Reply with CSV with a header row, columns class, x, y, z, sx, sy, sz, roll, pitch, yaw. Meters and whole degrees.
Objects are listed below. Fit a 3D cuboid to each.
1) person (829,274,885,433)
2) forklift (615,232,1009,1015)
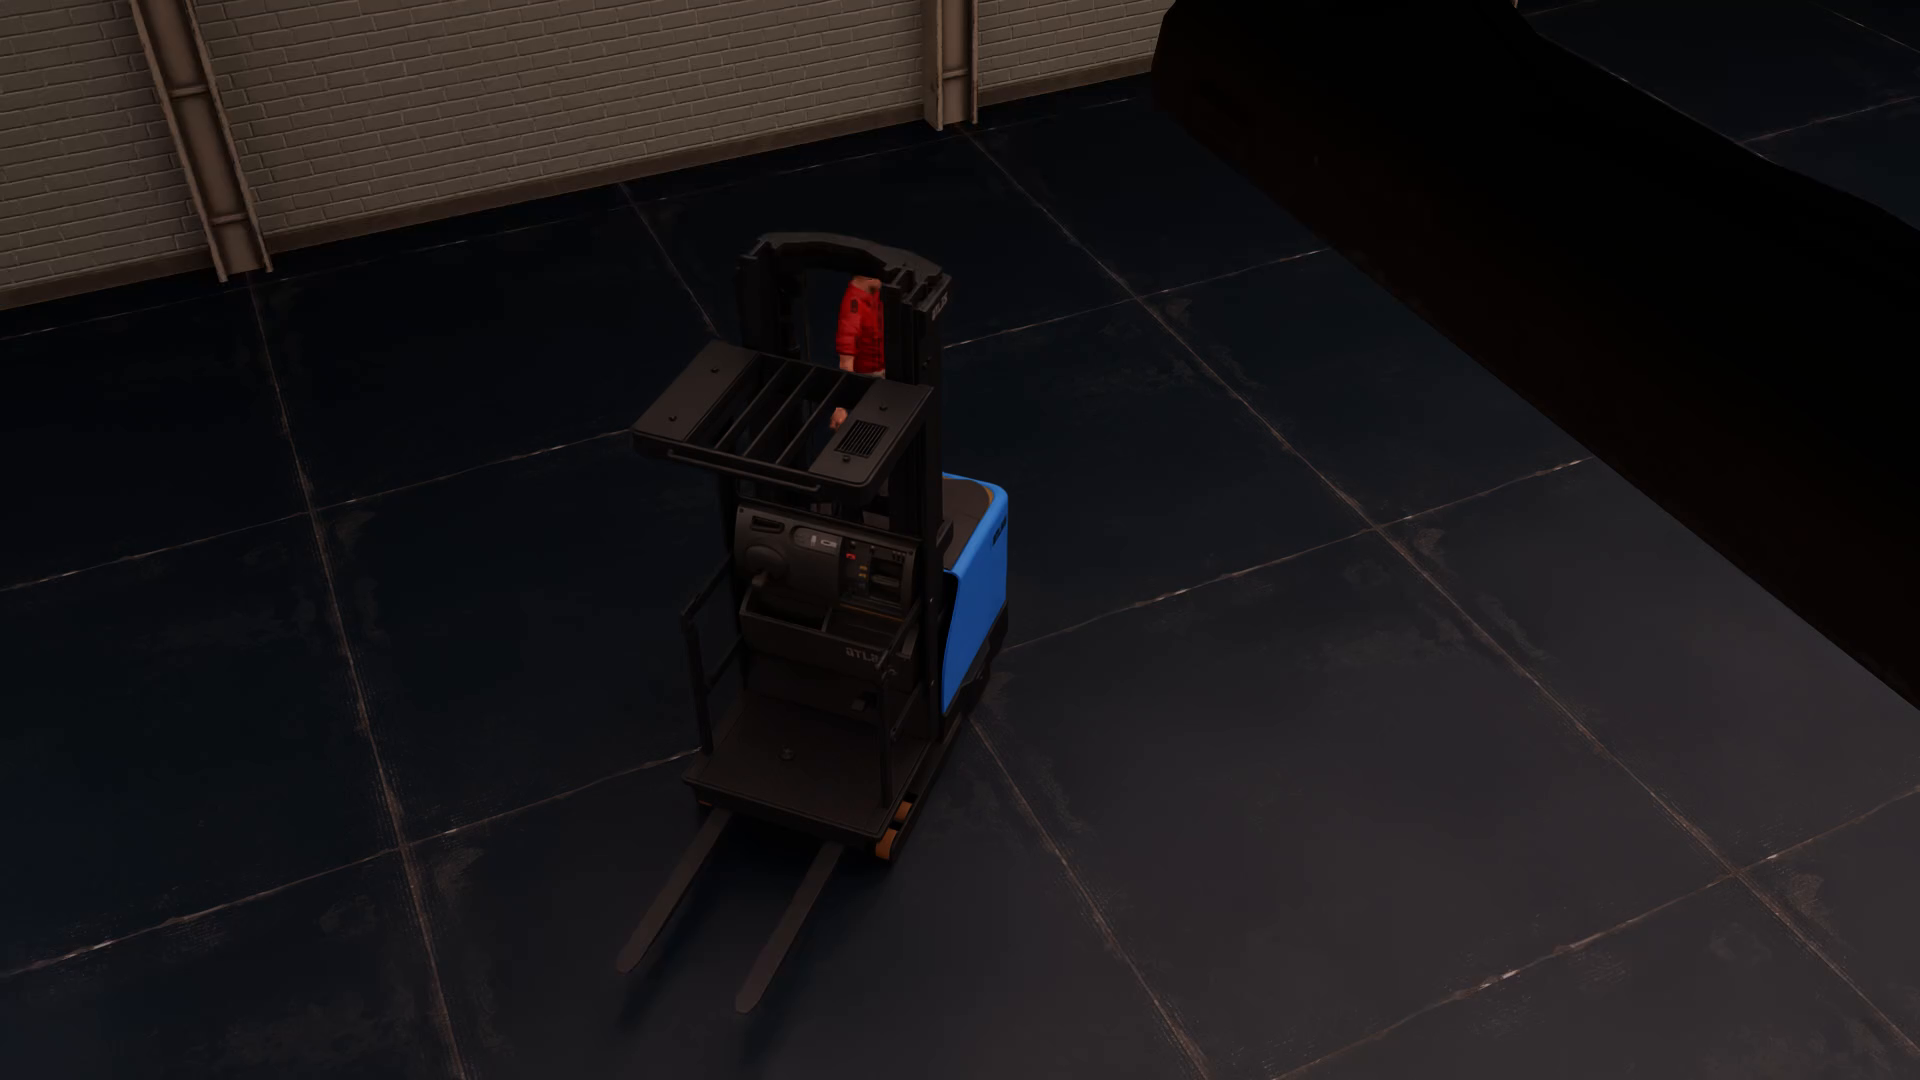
class,x,y,z,sx,sy,sz,roll,pitch,yaw
person,-0.615,-0.983,10.207,0.505,1.651,0.897,5,40,6
forklift,-0.725,0.182,7.799,1.130,2.935,3.031,14,42,16
